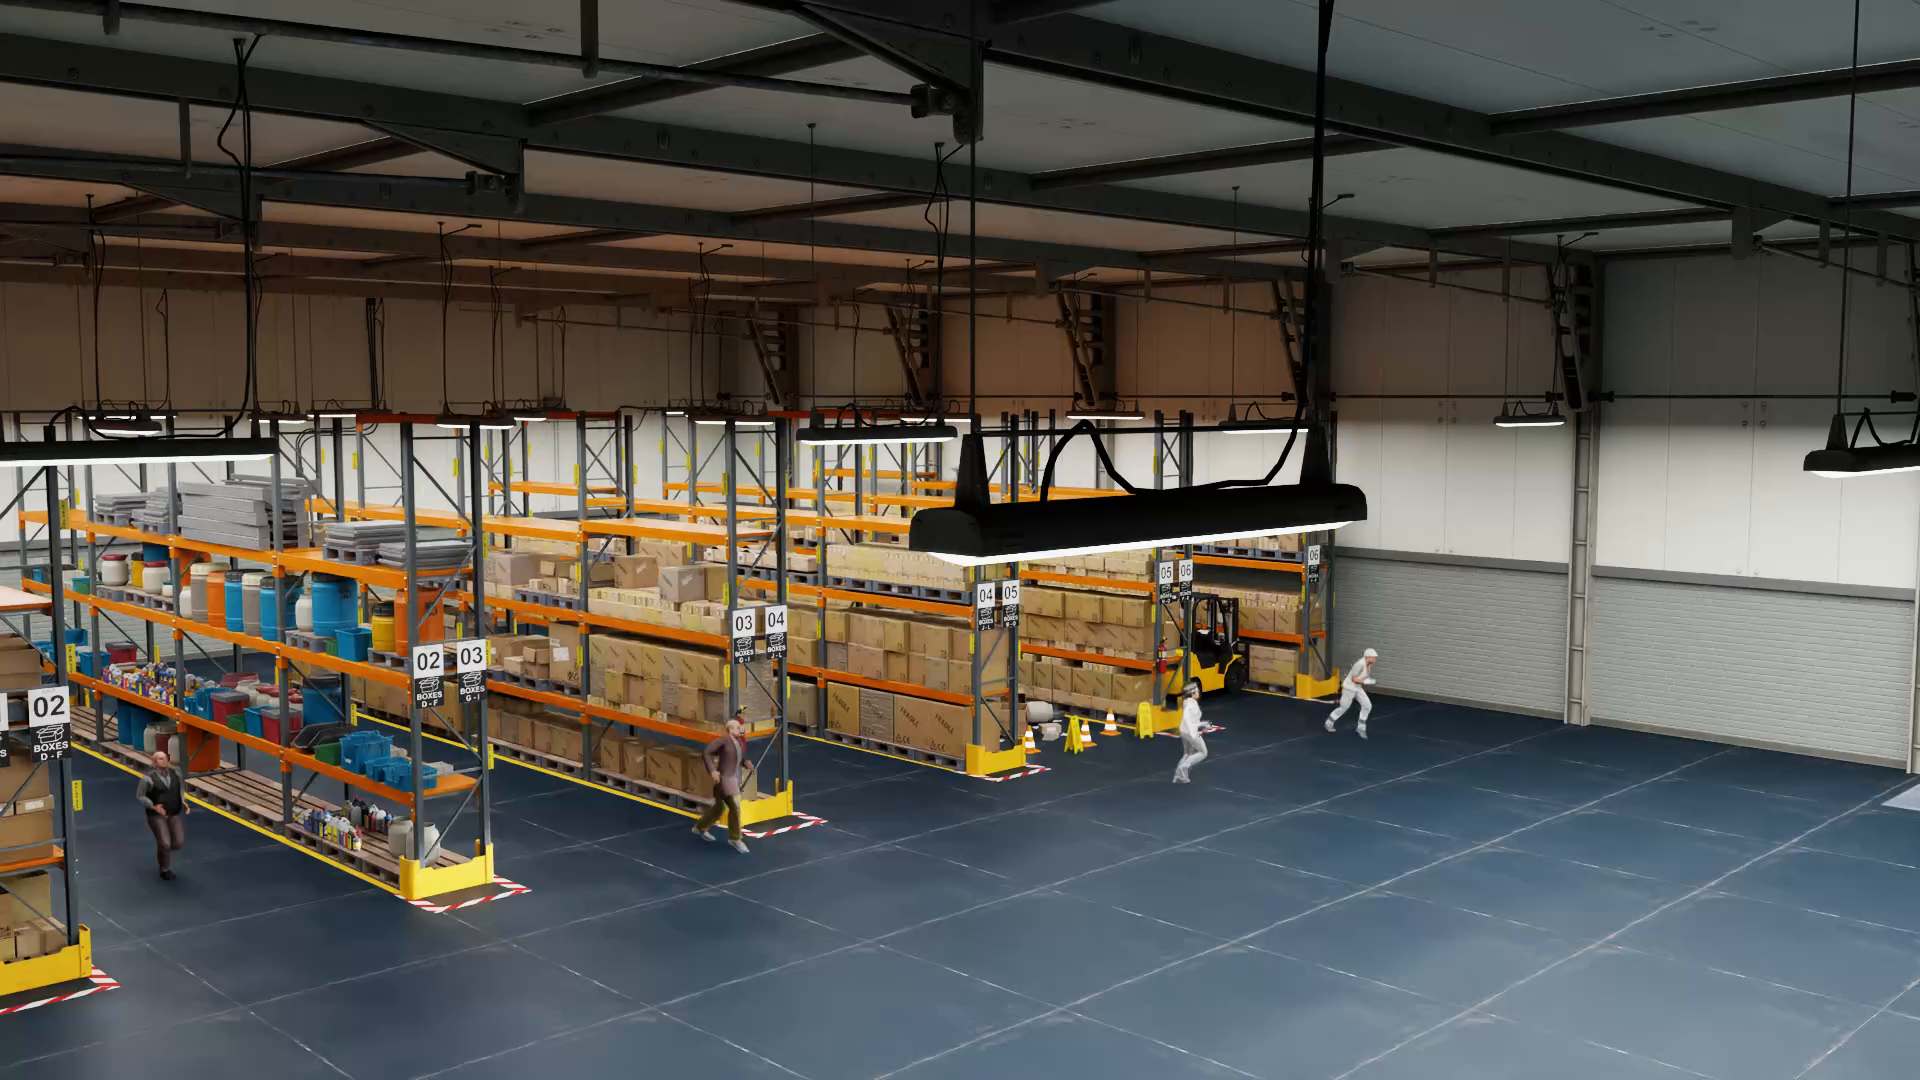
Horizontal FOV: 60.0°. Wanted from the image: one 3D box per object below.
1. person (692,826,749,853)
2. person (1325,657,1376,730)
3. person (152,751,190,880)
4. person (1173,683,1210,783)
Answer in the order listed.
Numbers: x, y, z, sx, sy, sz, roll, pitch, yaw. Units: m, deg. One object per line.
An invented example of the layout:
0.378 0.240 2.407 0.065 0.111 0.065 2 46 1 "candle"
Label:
-3.362 4.185 23.314 0.996 0.293 0.286 2 5 20 "person"
7.272 2.842 30.869 0.984 1.350 0.672 3 6 35 "person"
-10.438 3.607 21.842 0.551 1.682 0.529 4 6 38 "person"
3.809 3.150 27.109 0.626 1.640 0.491 -1 5 -9 "person"
